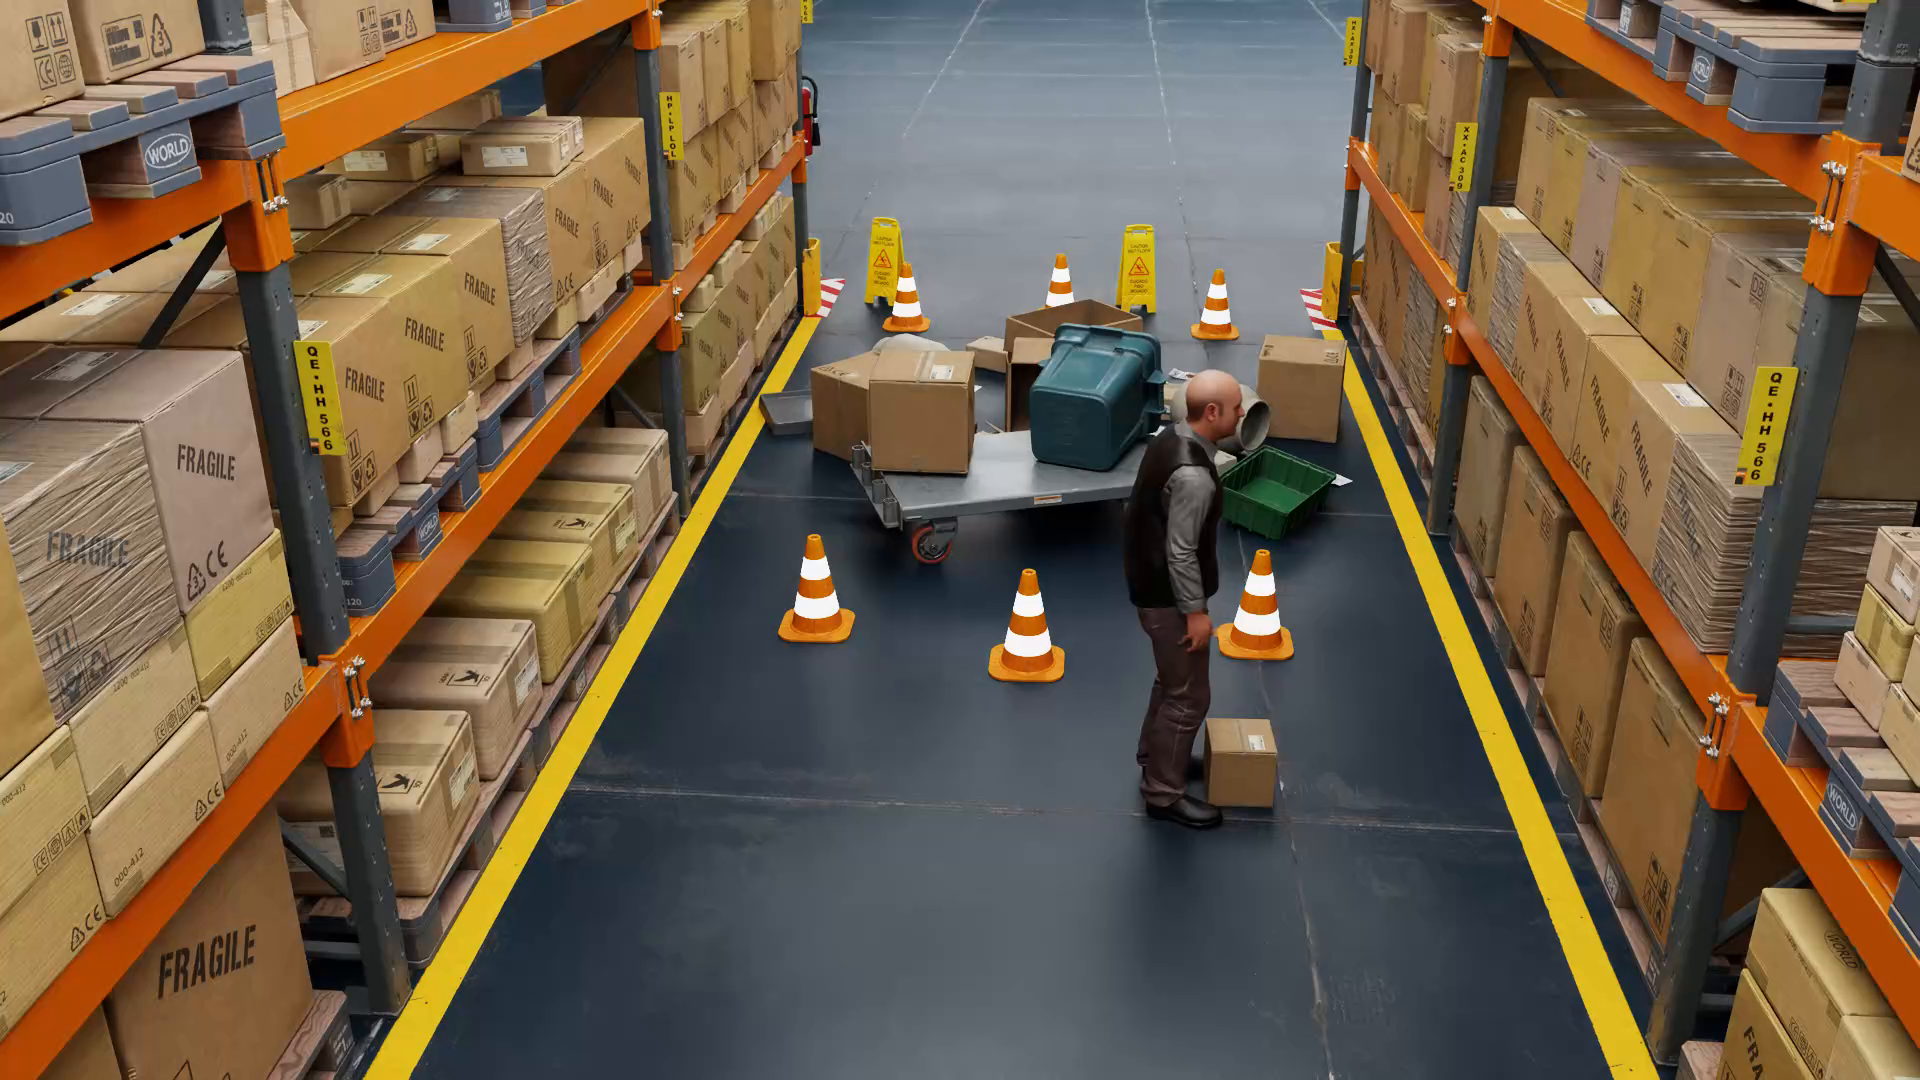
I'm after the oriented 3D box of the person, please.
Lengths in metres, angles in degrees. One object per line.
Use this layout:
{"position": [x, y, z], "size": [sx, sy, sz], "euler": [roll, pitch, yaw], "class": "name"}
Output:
{"position": [0.811, 0.194, 6.204], "size": [0.412, 1.720, 0.585], "euler": [1, 24, 3], "class": "person"}
